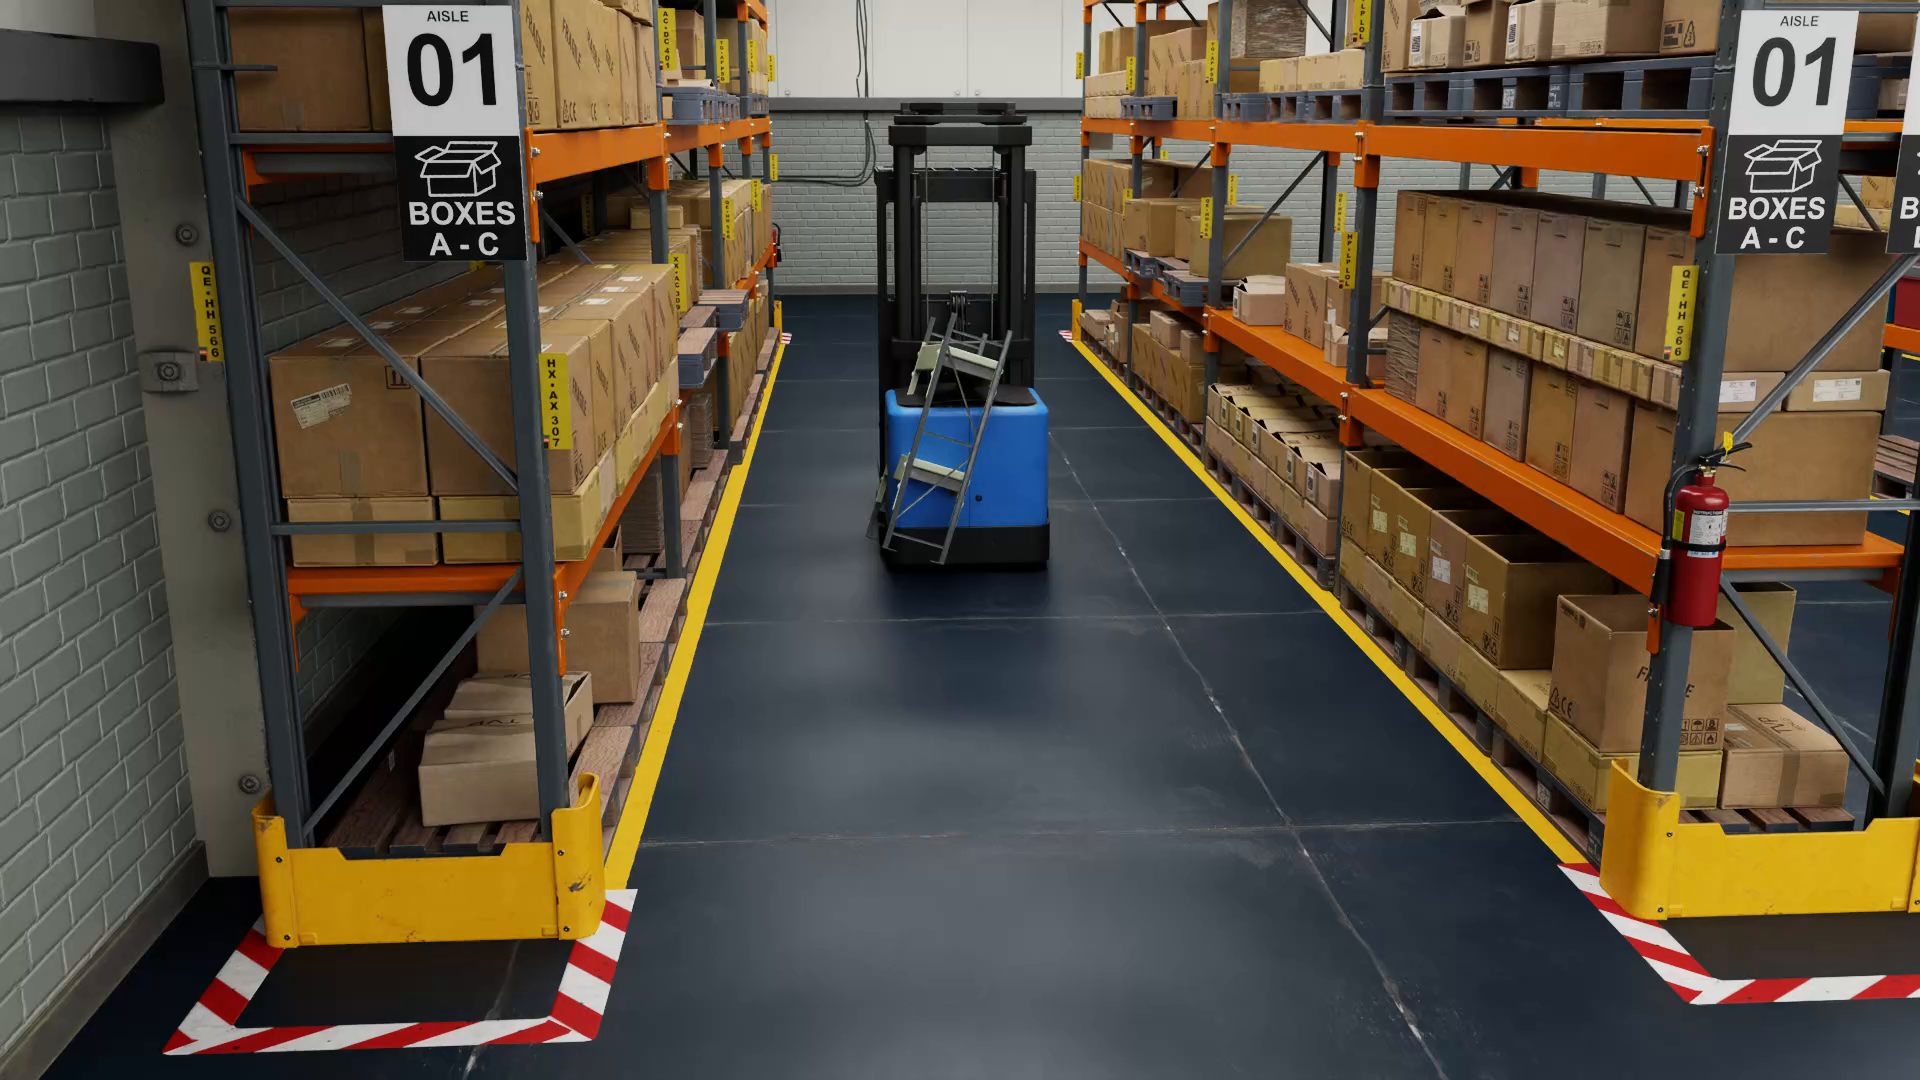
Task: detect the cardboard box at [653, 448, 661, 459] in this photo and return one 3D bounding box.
[{"bbox_3d":[-2.293,-0.345,10.981,0.700,0.500,0.500,-1,14,-5],"label":"cardboard box"}]

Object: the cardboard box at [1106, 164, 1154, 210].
[{"bbox_3d":[1.944,-4.006,18.869,0.500,0.500,0.500,-1,14,-3],"label":"cardboard box"}]

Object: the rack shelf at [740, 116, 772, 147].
[{"bbox_3d":[-2.769,-4.623,18.899,1.077,0.370,4.000,-1,14,-3],"label":"rack shelf"}]

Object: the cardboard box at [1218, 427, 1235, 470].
[{"bbox_3d":[2.318,-0.716,12.965,0.500,0.250,0.500,-1,14,-5],"label":"cardboard box"}]

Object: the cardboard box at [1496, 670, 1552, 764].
[{"bbox_3d":[2.672,0.761,7.225,0.500,0.250,0.500,-1,14,-3],"label":"cardboard box"}]

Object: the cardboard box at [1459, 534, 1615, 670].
[{"bbox_3d":[2.636,0.273,7.615,0.500,0.500,0.500,-1,14,-3],"label":"cardboard box"}]

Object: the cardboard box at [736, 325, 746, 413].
[{"bbox_3d":[-2.359,-1.592,15.165,0.750,0.750,0.750,-1,14,-4],"label":"cardboard box"}]

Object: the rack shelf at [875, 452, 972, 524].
[{"bbox_3d":[-0.239,-0.340,10.578,0.431,0.370,0.720,16,2,-12],"label":"rack shelf"}]

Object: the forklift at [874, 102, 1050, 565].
[{"bbox_3d":[-0.044,-1.576,11.770,1.130,2.935,3.031,-1,14,-4],"label":"forklift"}]

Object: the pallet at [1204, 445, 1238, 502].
[{"bbox_3d":[2.559,-0.548,13.234,1.003,0.211,1.213,-1,14,-3],"label":"pallet"}]

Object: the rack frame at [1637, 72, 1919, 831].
[{"bbox_3d":[3.043,-0.114,5.951,1.000,3.000,0.127,-1,14,-3],"label":"rack frame"}]

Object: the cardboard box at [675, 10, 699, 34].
[{"bbox_3d":[-2.672,-4.741,15.324,0.500,0.250,0.500,-1,14,-5],"label":"cardboard box"}]

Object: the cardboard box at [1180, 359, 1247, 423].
[{"bbox_3d":[2.255,-1.336,14.831,0.500,0.500,0.500,0,14,-1],"label":"cardboard box"}]

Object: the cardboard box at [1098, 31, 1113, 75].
[{"bbox_3d":[2.046,-5.826,19.922,0.700,0.500,0.500,-1,14,-3],"label":"cardboard box"}]

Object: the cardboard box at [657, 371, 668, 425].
[{"bbox_3d":[-1.795,-0.732,8.612,0.500,0.250,0.500,-1,14,-3],"label":"cardboard box"}]

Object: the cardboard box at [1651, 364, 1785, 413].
[{"bbox_3d":[2.829,-0.569,6.216,0.380,0.149,0.250,-1,14,-4],"label":"cardboard box"}]

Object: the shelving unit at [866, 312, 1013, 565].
[{"bbox_3d":[-0.146,-0.652,10.566,0.431,1.500,0.755,16,2,-12],"label":"shelving unit"}]

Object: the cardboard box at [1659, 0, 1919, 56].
[{"bbox_3d":[3.011,-2.031,6.051,0.797,0.503,0.637,0,14,0],"label":"cardboard box"}]

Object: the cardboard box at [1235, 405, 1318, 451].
[{"bbox_3d":[2.357,-0.855,12.380,0.500,0.311,0.500,-1,14,-5],"label":"cardboard box"}]

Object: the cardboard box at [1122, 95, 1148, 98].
[{"bbox_3d":[2.004,-4.596,17.650,0.500,0.250,0.500,-1,14,-3],"label":"cardboard box"}]

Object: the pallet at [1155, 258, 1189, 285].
[{"bbox_3d":[2.422,-2.495,15.588,1.003,0.211,1.213,-1,14,-3],"label":"pallet"}]

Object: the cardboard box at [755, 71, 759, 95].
[{"bbox_3d":[-2.442,-4.956,18.007,0.500,0.250,0.500,-1,14,-5],"label":"cardboard box"}]

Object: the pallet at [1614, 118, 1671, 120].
[{"bbox_3d":[7.389,-4.342,16.742,1.213,0.211,1.003,-1,14,-3],"label":"pallet"}]

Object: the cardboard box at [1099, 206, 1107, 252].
[{"bbox_3d":[1.910,-3.650,19.493,0.500,0.500,0.500,-1,14,-3],"label":"cardboard box"}]

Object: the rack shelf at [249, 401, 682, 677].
[{"bbox_3d":[-2.025,-0.186,7.674,1.077,0.370,4.000,-1,14,-3],"label":"rack shelf"}]

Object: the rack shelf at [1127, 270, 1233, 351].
[{"bbox_3d":[2.423,-2.253,15.707,1.077,0.370,4.000,-1,14,-3],"label":"rack shelf"}]

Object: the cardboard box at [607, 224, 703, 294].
[{"bbox_3d":[-2.358,-2.171,12.862,0.700,0.500,0.500,-3,15,-10],"label":"cardboard box"}]

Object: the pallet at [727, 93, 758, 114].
[{"bbox_3d":[-2.685,-4.635,17.679,1.003,0.211,1.213,-1,14,-3],"label":"pallet"}]

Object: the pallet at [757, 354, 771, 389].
[{"bbox_3d":[-2.614,-1.861,18.337,1.003,0.211,1.213,-1,14,-3],"label":"pallet"}]

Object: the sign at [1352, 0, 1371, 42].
[{"bbox_3d":[2.254,-2.954,9.299,0.100,0.325,0.005,-1,14,-3],"label":"sign"}]

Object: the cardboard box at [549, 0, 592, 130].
[{"bbox_3d":[-1.670,-1.769,6.121,0.500,0.500,0.500,0,14,0],"label":"cardboard box"}]

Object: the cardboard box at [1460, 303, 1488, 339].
[{"bbox_3d":[2.702,-1.082,8.208,0.380,0.149,0.250,-1,14,-5],"label":"cardboard box"}]

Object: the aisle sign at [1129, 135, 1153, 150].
[{"bbox_3d":[2.353,-5.374,21.177,0.394,0.787,0.004,-1,14,-3],"label":"aisle sign"}]

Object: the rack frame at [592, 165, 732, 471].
[{"bbox_3d":[-2.397,-2.027,13.383,1.000,3.000,0.127,-1,14,-3],"label":"rack frame"}]

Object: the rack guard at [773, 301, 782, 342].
[{"bbox_3d":[-2.894,-2.812,21.451,1.175,0.500,0.348,-1,14,-3],"label":"rack guard"}]

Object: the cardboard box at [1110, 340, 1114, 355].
[{"bbox_3d":[1.898,-2.161,18.744,0.380,0.149,0.250,-1,14,-3],"label":"cardboard box"}]

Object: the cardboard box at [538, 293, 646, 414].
[{"bbox_3d":[-1.721,-0.841,7.529,0.500,0.500,0.500,0,14,-2],"label":"cardboard box"}]

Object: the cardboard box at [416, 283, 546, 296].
[{"bbox_3d":[-2.275,-0.959,7.991,0.500,0.500,0.500,0,14,-2],"label":"cardboard box"}]

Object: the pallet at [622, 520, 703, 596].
[{"bbox_3d":[-2.199,0.125,10.617,1.003,0.211,1.213,-1,14,-3],"label":"pallet"}]

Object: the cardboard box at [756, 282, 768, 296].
[{"bbox_3d":[-2.543,-3.058,20.264,0.380,0.149,0.250,0,14,-2],"label":"cardboard box"}]

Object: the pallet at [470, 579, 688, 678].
[{"bbox_3d":[-2.072,0.485,9.217,1.003,0.211,1.213,-1,14,-3],"label":"pallet"}]

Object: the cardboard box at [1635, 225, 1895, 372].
[{"bbox_3d":[3.023,-0.921,6.281,0.700,0.500,0.500,-1,14,-3],"label":"cardboard box"}]

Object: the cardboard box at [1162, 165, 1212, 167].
[{"bbox_3d":[2.518,-3.881,18.385,0.500,0.500,0.500,-1,14,-5],"label":"cardboard box"}]

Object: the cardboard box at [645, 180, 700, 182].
[{"bbox_3d":[-2.876,-3.468,16.644,0.500,0.250,0.500,0,14,-2],"label":"cardboard box"}]

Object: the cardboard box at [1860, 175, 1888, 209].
[{"bbox_3d":[11.730,-4.432,20.933,0.500,0.500,0.500,-1,14,-5],"label":"cardboard box"}]

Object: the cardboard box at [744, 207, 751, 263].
[{"bbox_3d":[-2.323,-2.986,16.274,0.500,0.500,0.500,-1,14,-3],"label":"cardboard box"}]

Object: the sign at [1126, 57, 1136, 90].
[{"bbox_3d":[1.758,-4.792,17.073,0.100,0.325,0.005,-1,14,-3],"label":"sign"}]

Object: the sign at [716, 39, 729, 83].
[{"bbox_3d":[-1.855,-3.738,12.976,0.100,0.325,0.005,-1,14,-3],"label":"sign"}]

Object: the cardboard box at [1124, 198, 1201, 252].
[{"bbox_3d":[2.105,-3.229,17.015,0.700,0.500,0.500,-6,16,-22],"label":"cardboard box"}]

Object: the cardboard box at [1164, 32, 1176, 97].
[{"bbox_3d":[2.321,-4.560,15.964,0.600,0.600,0.600,-1,14,-4],"label":"cardboard box"}]

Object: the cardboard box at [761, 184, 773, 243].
[{"bbox_3d":[-2.851,-4.035,20.586,0.980,0.700,0.700,0,14,-1],"label":"cardboard box"}]

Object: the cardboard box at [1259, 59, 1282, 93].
[{"bbox_3d":[2.631,-3.576,12.842,0.500,0.250,0.500,-2,15,-8],"label":"cardboard box"}]

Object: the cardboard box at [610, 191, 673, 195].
[{"bbox_3d":[-2.712,-2.830,14.162,0.500,0.250,0.500,-1,14,-5],"label":"cardboard box"}]

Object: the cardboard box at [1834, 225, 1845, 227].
[{"bbox_3d":[11.631,-4.031,21.676,0.380,0.149,0.250,-1,14,-3],"label":"cardboard box"}]

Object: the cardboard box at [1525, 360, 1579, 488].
[{"bbox_3d":[2.964,-0.533,7.379,0.700,0.500,0.500,-1,14,-3],"label":"cardboard box"}]

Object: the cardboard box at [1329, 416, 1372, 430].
[{"bbox_3d":[2.921,-0.742,11.939,0.500,0.311,0.500,0,14,-2],"label":"cardboard box"}]

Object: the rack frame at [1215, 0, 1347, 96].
[{"bbox_3d":[2.547,-5.009,12.937,1.000,3.000,0.127,-1,14,-3],"label":"rack frame"}]
